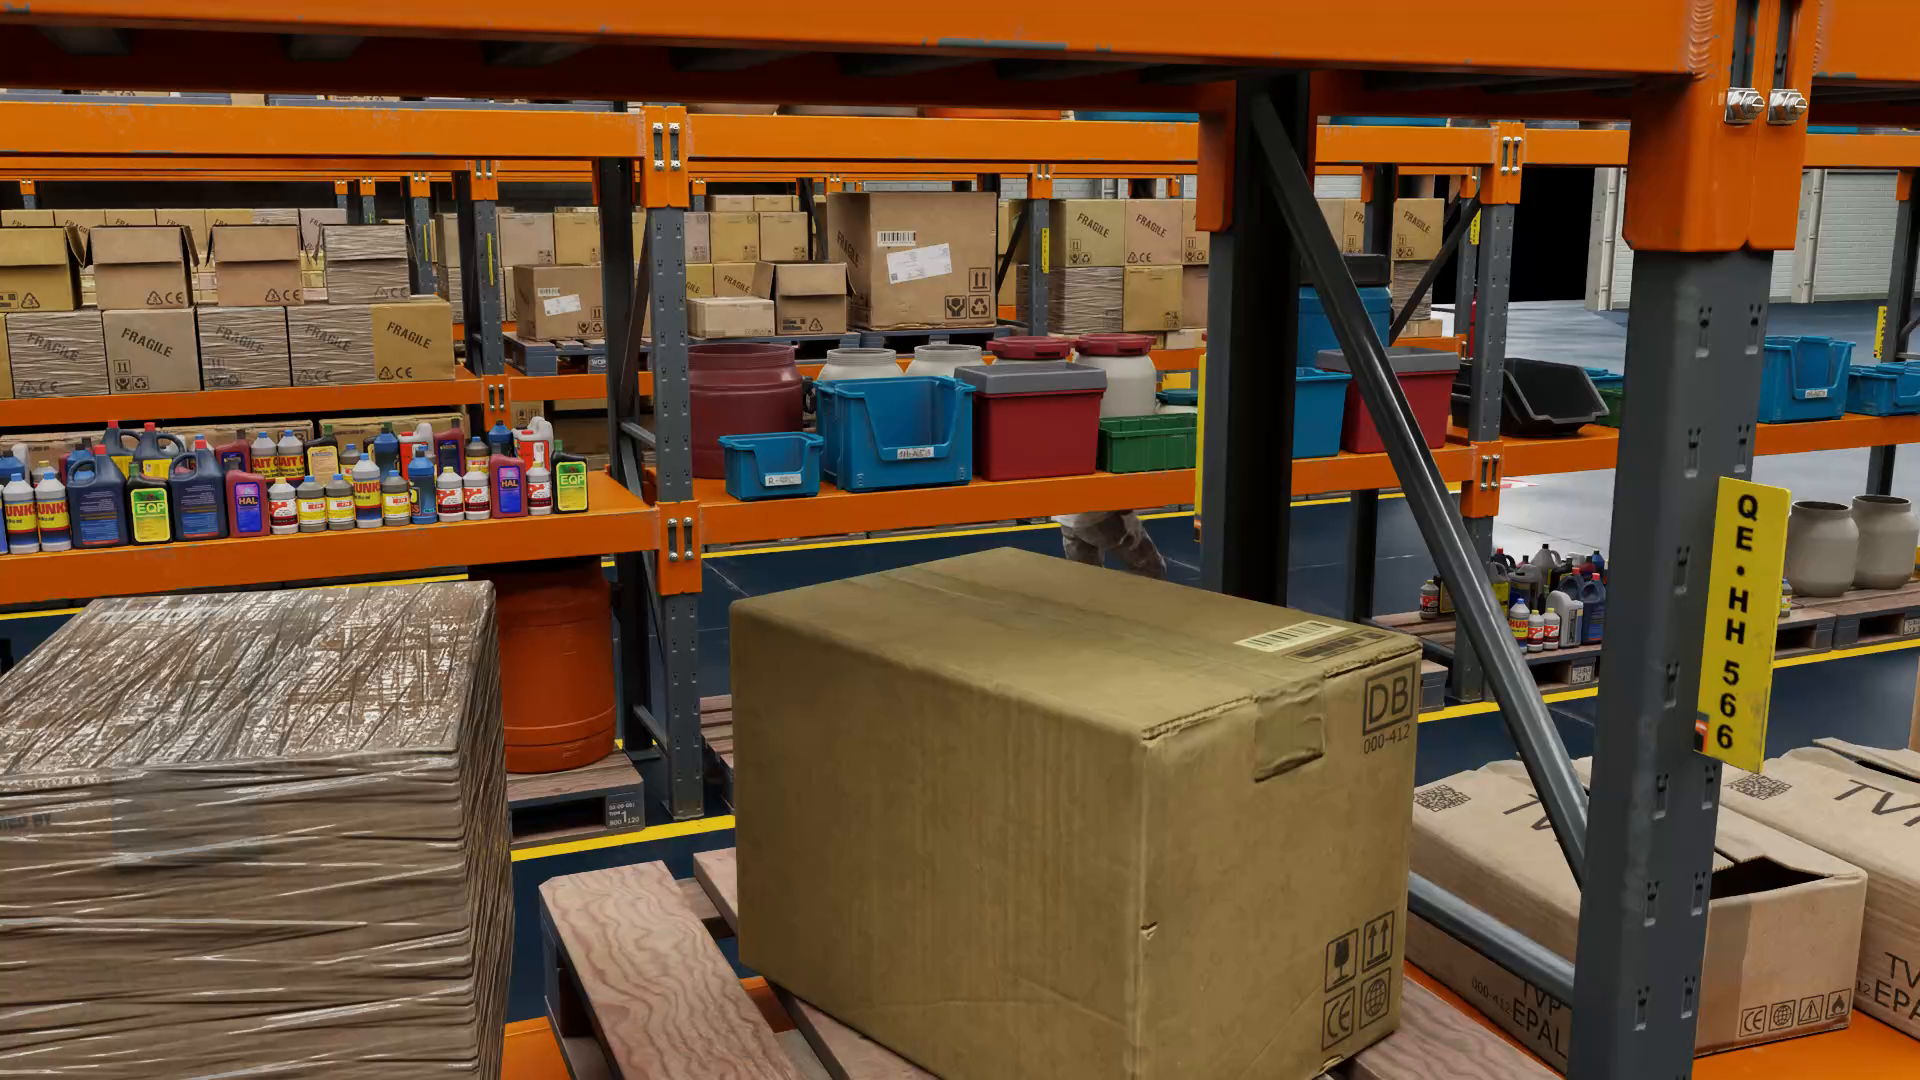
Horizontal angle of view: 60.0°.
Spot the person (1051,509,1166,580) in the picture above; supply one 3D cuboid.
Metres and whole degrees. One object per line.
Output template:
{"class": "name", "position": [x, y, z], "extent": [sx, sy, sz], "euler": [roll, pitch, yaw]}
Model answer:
{"class": "person", "position": [0.728, -0.138, 8.569], "extent": [0.519, 1.780, 0.622], "euler": [-6, 13, -26]}
